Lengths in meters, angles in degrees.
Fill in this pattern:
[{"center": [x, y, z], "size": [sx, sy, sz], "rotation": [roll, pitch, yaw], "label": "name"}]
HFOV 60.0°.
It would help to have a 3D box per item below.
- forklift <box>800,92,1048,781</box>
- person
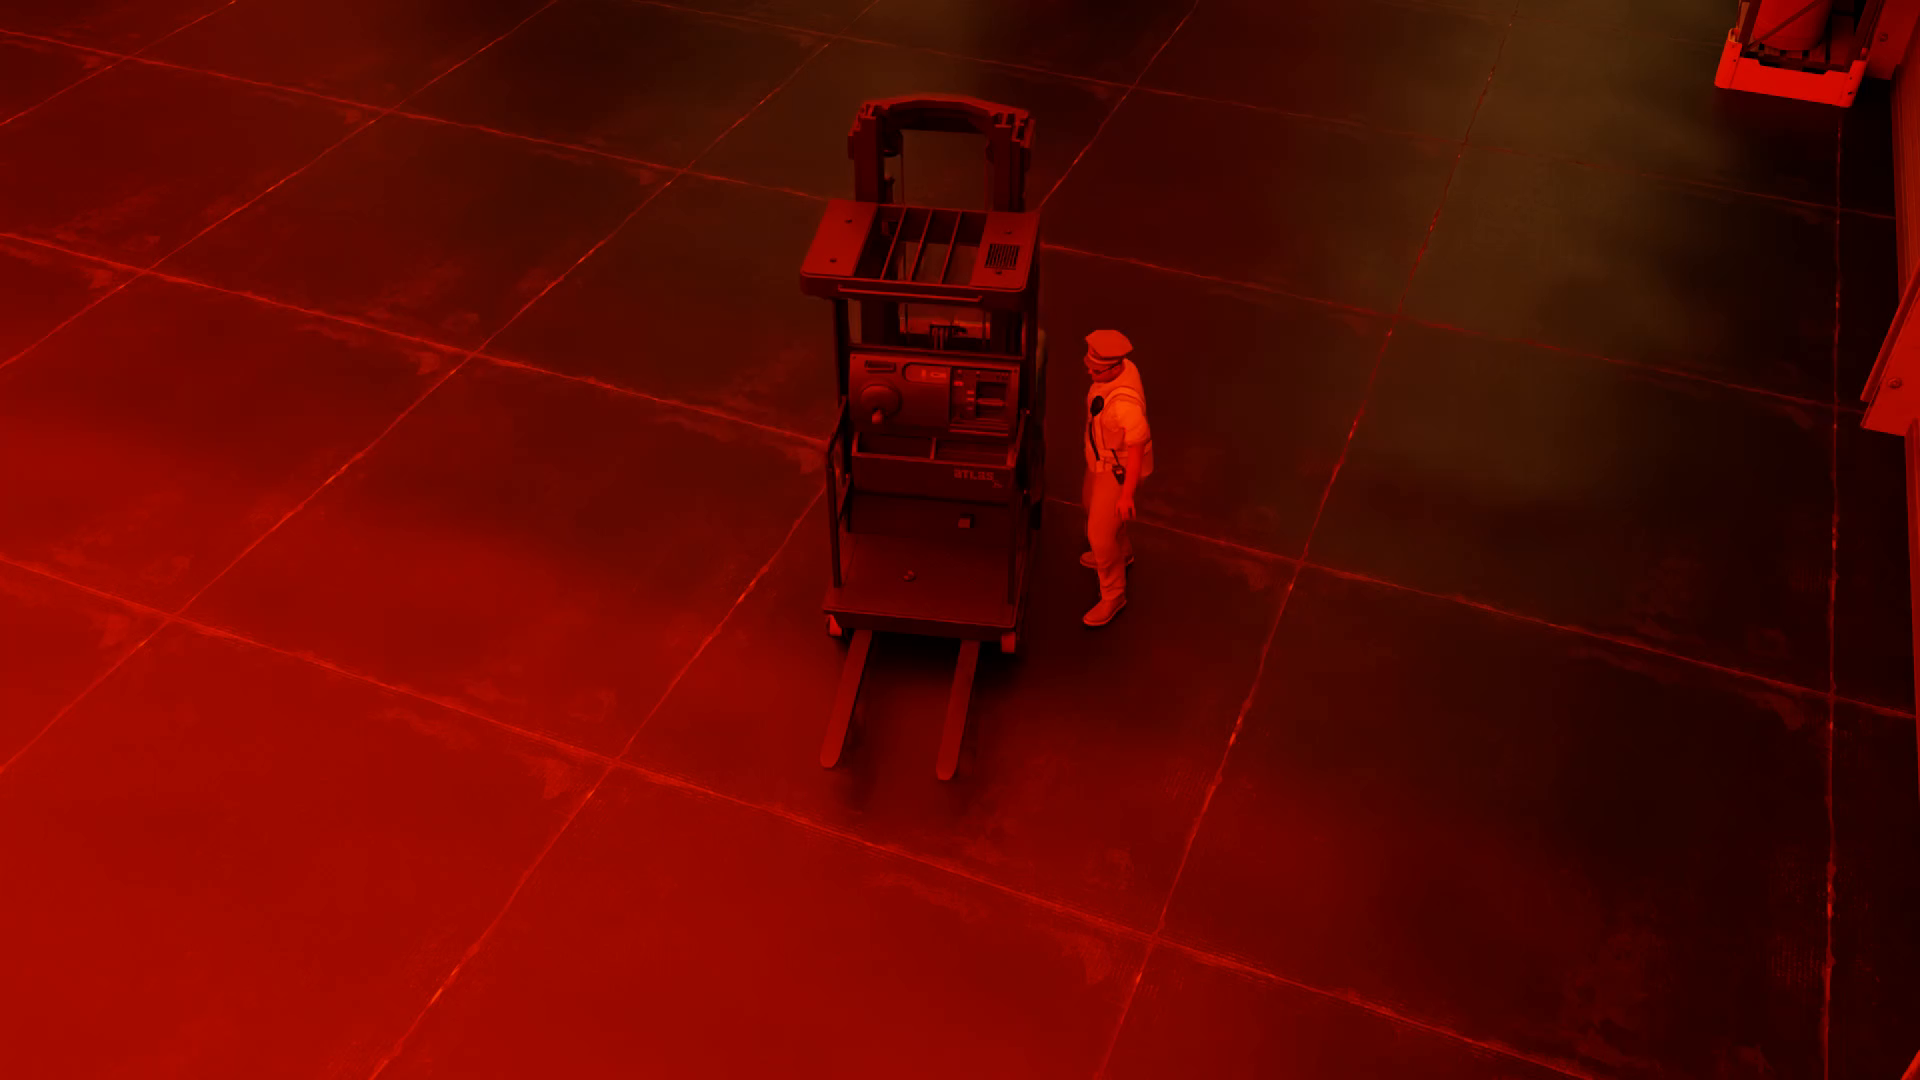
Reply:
[{"center": [-0.169, -0.718, 8.864], "size": [1.130, 2.935, 3.031], "rotation": [5, 40, 6], "label": "forklift"}, {"center": [0.880, -0.425, 9.464], "size": [0.423, 1.722, 0.861], "rotation": [-4, 40, -5], "label": "person"}]
